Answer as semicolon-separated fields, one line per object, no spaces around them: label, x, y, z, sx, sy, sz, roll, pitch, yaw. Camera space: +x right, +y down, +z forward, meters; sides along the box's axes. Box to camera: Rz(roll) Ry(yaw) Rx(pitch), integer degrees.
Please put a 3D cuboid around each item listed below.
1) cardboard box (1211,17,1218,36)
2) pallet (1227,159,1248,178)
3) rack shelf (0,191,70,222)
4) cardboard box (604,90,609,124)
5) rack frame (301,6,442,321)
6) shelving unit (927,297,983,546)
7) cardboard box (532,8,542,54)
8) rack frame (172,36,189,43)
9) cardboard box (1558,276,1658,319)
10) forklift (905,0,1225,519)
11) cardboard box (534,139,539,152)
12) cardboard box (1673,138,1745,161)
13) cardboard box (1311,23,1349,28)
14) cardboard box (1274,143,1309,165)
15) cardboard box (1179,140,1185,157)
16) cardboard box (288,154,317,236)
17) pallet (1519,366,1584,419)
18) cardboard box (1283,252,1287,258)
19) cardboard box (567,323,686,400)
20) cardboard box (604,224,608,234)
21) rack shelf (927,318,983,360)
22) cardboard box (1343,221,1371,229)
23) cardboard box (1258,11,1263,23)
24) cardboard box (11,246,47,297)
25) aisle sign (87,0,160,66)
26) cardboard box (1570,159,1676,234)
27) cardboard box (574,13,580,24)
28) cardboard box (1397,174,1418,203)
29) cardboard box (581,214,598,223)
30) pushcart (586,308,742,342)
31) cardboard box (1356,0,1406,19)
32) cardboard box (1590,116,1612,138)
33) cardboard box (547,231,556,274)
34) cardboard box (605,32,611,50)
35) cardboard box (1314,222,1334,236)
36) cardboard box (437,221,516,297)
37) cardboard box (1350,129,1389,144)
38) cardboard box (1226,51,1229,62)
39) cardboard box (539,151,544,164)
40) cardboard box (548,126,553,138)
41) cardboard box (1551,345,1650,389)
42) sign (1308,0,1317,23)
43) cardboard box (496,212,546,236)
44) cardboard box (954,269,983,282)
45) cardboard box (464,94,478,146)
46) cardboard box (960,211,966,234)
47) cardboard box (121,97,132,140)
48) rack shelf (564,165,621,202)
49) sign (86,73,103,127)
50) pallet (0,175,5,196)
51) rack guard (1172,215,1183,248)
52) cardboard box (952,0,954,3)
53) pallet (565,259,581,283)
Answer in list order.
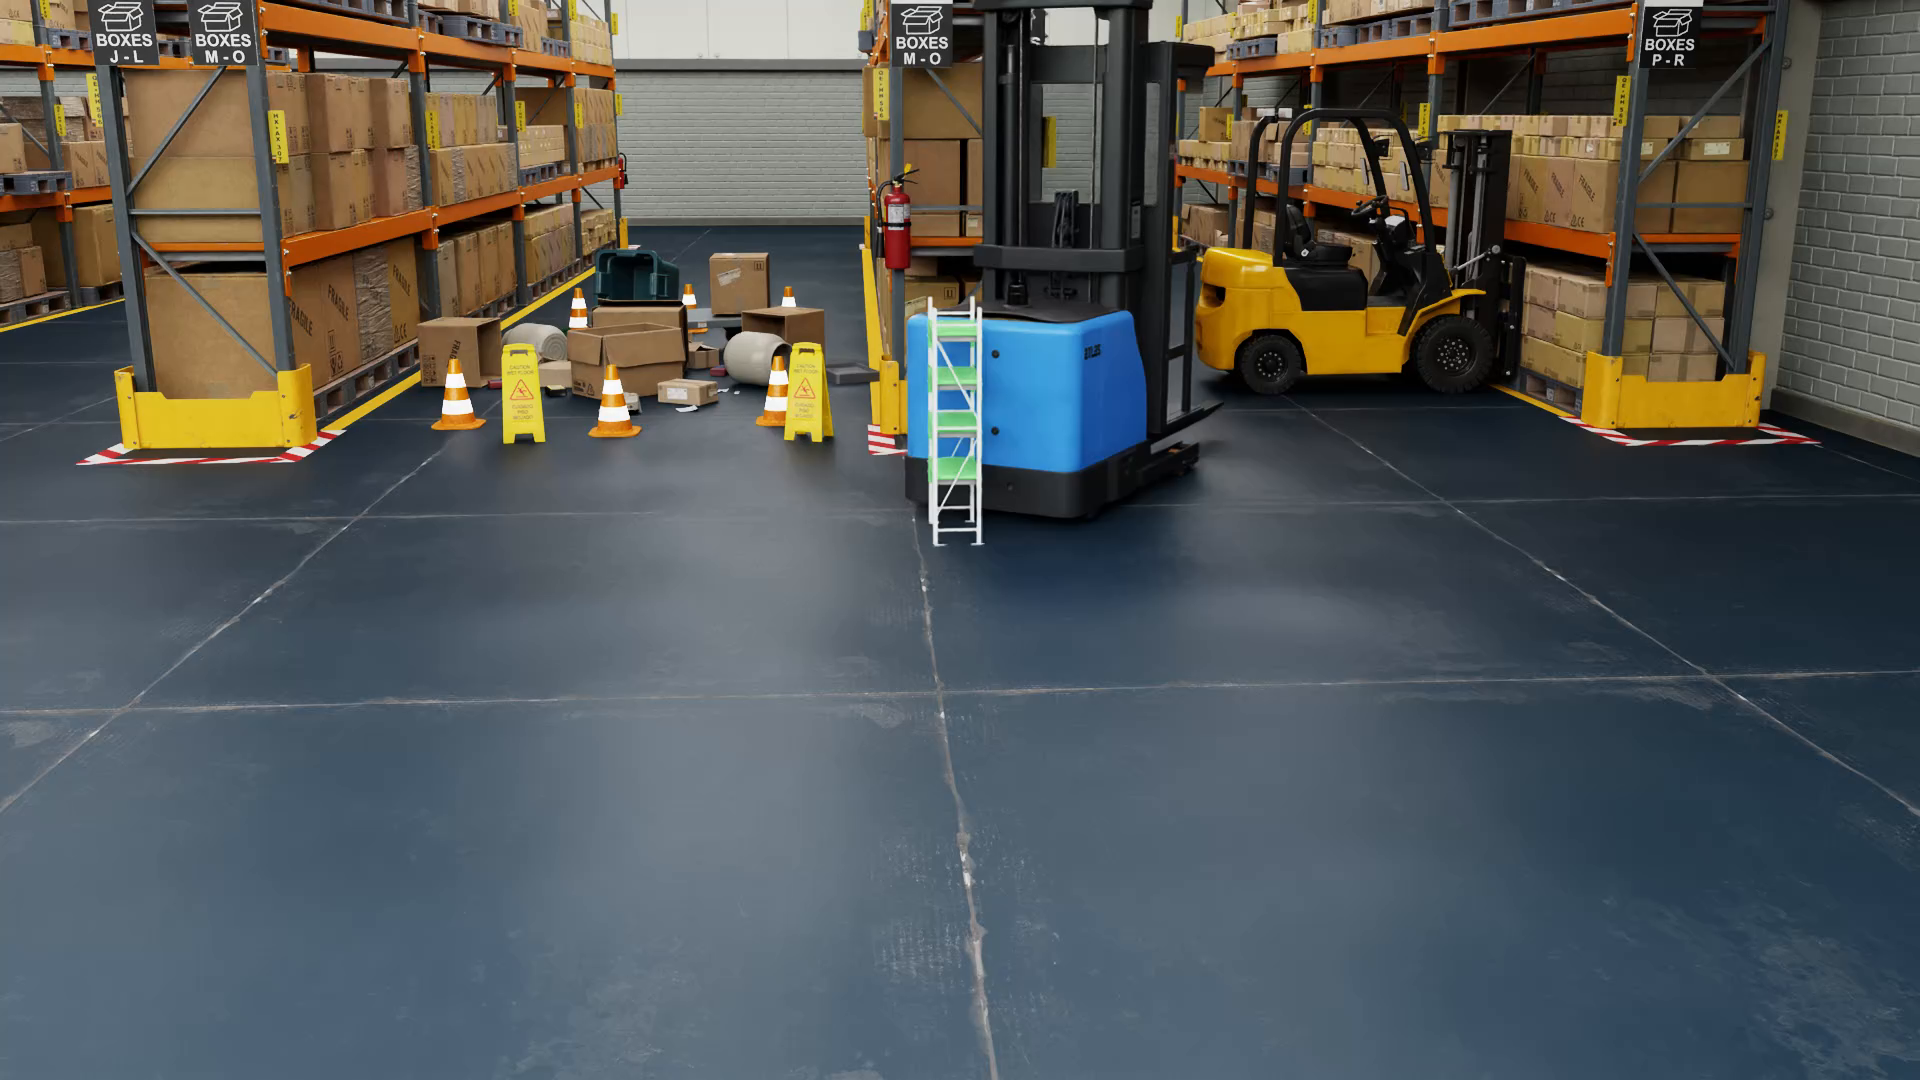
cardboard box;3.916;-7.405;23.969;0.500;0.250;0.500;-1;14;-2
pallet;4.192;-4.972;22.214;1.003;0.211;1.213;-1;14;-3
rack shelf;-10.222;-3.194;16.363;1.077;0.370;4.000;-1;14;-3
cardboard box;-5.577;-6.521;25.048;0.500;0.500;0.500;-1;14;-5
rack frame;-5.141;-3.096;14.541;1.000;3.000;0.127;-1;14;-3
shelving unit;-0.029;-0.613;8.500;0.258;1.200;0.503;-1;14;-3
cardboard box;-5.233;-5.987;19.555;0.500;0.500;0.500;-1;14;-3
rack frame;-10.594;-7.940;21.326;1.000;3.000;0.127;-1;14;-3
cardboard box;4.655;-1.746;11.962;0.500;0.250;0.500;0;14;-2
forklift;0.816;-1.851;9.838;1.130;2.935;3.031;7;16;26
cardboard box;-5.300;-4.760;20.073;0.380;0.149;0.250;-1;14;-4
cardboard box;5.233;-2.732;11.620;0.380;0.149;0.250;-1;14;-5
cardboard box;4.237;-5.928;19.027;0.380;0.149;0.250;-1;14;-2
cardboard box;4.111;-4.658;20.070;0.500;0.250;0.500;-2;15;-6
cardboard box;3.763;-6.214;26.363;0.500;0.250;0.500;-1;14;-3
cardboard box;-5.018;-2.402;11.542;0.875;0.550;0.550;-1;14;-3
pallet;4.906;-1.120;12.454;1.003;0.211;1.213;-1;14;-3
cardboard box;4.238;-3.489;20.242;0.500;0.500;0.500;-1;14;-4
cardboard box;-2.595;-1.392;12.926;0.797;0.503;0.637;-13;20;-42
cardboard box;-5.488;-4.663;24.911;0.380;0.149;0.250;-1;14;-3
rack shelf;-0.029;-1.016;8.396;0.258;0.148;0.480;-1;14;-3
cardboard box;4.778;-3.712;19.804;0.380;0.149;0.250;0;14;-1
cardboard box;3.980;-6.591;20.969;0.380;0.149;0.250;-1;14;-3
cardboard box;-10.284;-2.876;17.817;0.700;0.500;0.500;-2;15;-6
aisle sign;-5.188;-3.338;10.264;0.394;0.787;0.004;-1;14;-3
cardboard box;4.702;-2.447;11.818;0.500;0.500;0.500;-1;14;-5
cardboard box;-5.440;-7.172;22.860;0.380;0.149;0.250;-1;14;-5
cardboard box;4.455;-3.324;15.727;0.500;0.250;0.500;-1;14;-2
cardboard box;-5.567;-4.739;24.611;0.380;0.149;0.250;-1;14;-5
pushcart;-2.480;-1.880;15.077;1.648;0.377;0.936;-6;16;-23
cardboard box;4.364;-5.586;16.953;0.500;0.500;0.500;-1;14;-2
cardboard box;4.716;-2.934;11.810;0.380;0.149;0.250;-1;14;-3
cardboard box;-5.249;-3.516;20.347;0.500;0.500;0.500;-1;14;-5
cardboard box;-5.602;-7.592;25.292;0.500;0.250;0.500;-1;14;-5
cardboard box;4.216;-3.696;19.744;0.380;0.149;0.250;-2;15;-6
cardboard box;-5.441;-3.052;18.041;1.050;0.750;0.750;-1;14;-4
cardboard box;4.315;-4.228;17.437;0.380;0.149;0.250;-1;14;-2
cardboard box;3.922;-6.742;23.194;0.380;0.149;0.250;-1;14;-4
cardboard box;-5.314;-4.682;20.364;0.380;0.149;0.250;-1;14;-5
cardboard box;-5.369;-5.162;21.039;0.380;0.149;0.250;-1;14;-4
cardboard box;4.650;-1.264;12.096;0.500;0.250;0.500;-1;14;-3
sign;3.957;-5.965;18.634;0.100;0.325;0.005;-1;14;-3
cardboard box;-5.222;-3.748;19.744;0.500;0.250;0.500;-1;14;-4
cardboard box;0.228;-1.779;12.590;0.500;0.500;0.500;-1;14;-6
cardboard box;-5.305;-4.259;16.851;0.700;0.500;0.500;-1;14;-4
cardboard box;0.196;-2.232;11.684;0.380;0.149;0.250;-1;14;-3
cardboard box;-10.461;-5.085;20.055;0.797;0.503;0.637;0;14;-2
rack shelf;-5.761;-5.235;24.296;1.077;0.370;4.000;-1;14;-3
sign;-5.436;-2.772;10.481;0.100;0.325;0.005;-1;14;-3
pallet;-10.182;-3.455;16.320;1.003;0.211;1.213;-1;14;-3
rack guard;4.008;-5.030;27.074;1.175;0.500;0.348;-1;14;-3
cardboard box;-0.240;-3.810;11.801;0.380;0.149;0.250;-1;14;-3
pallet;-5.587;-3.542;21.868;1.003;0.211;1.213;-1;14;-3
